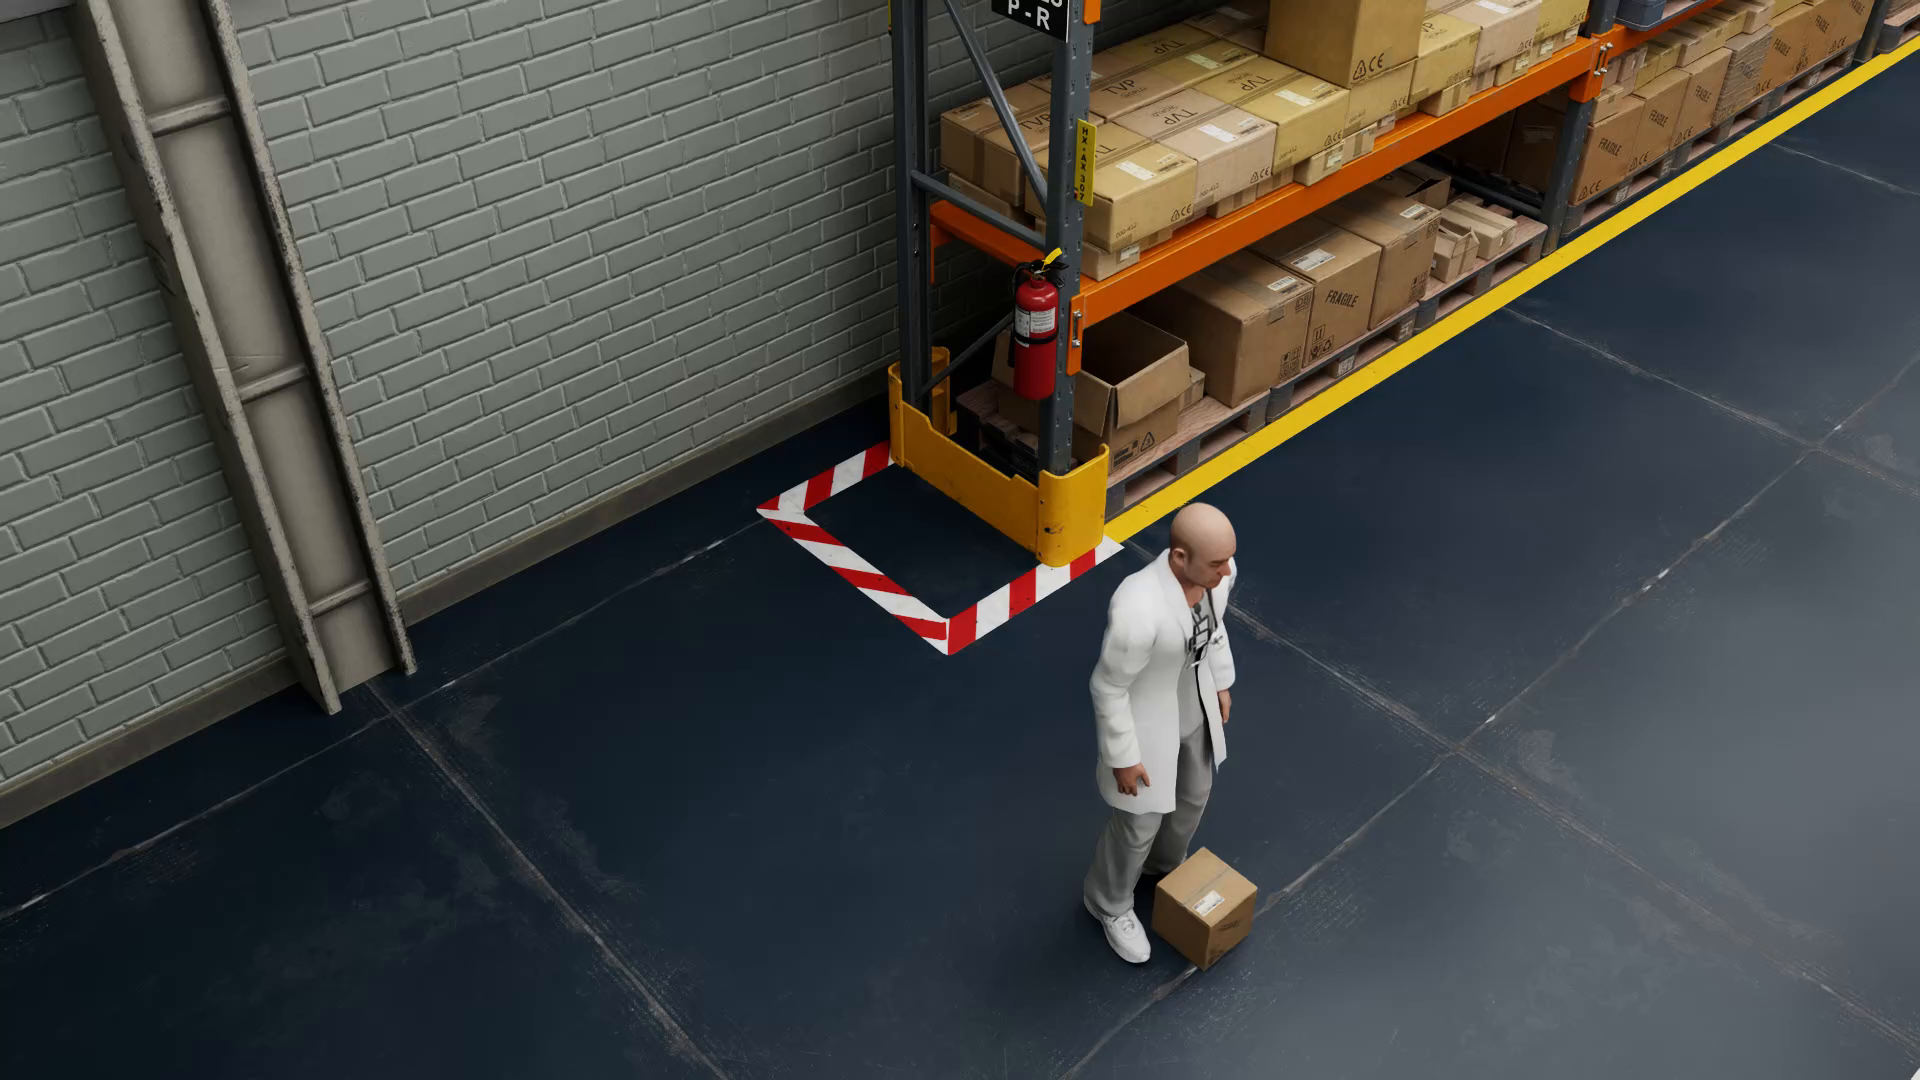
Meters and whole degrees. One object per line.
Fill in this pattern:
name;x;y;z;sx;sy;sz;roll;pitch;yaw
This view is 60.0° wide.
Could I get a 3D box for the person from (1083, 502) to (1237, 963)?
person;0.674;0.589;5.447;0.622;1.774;0.426;-32;49;-33
